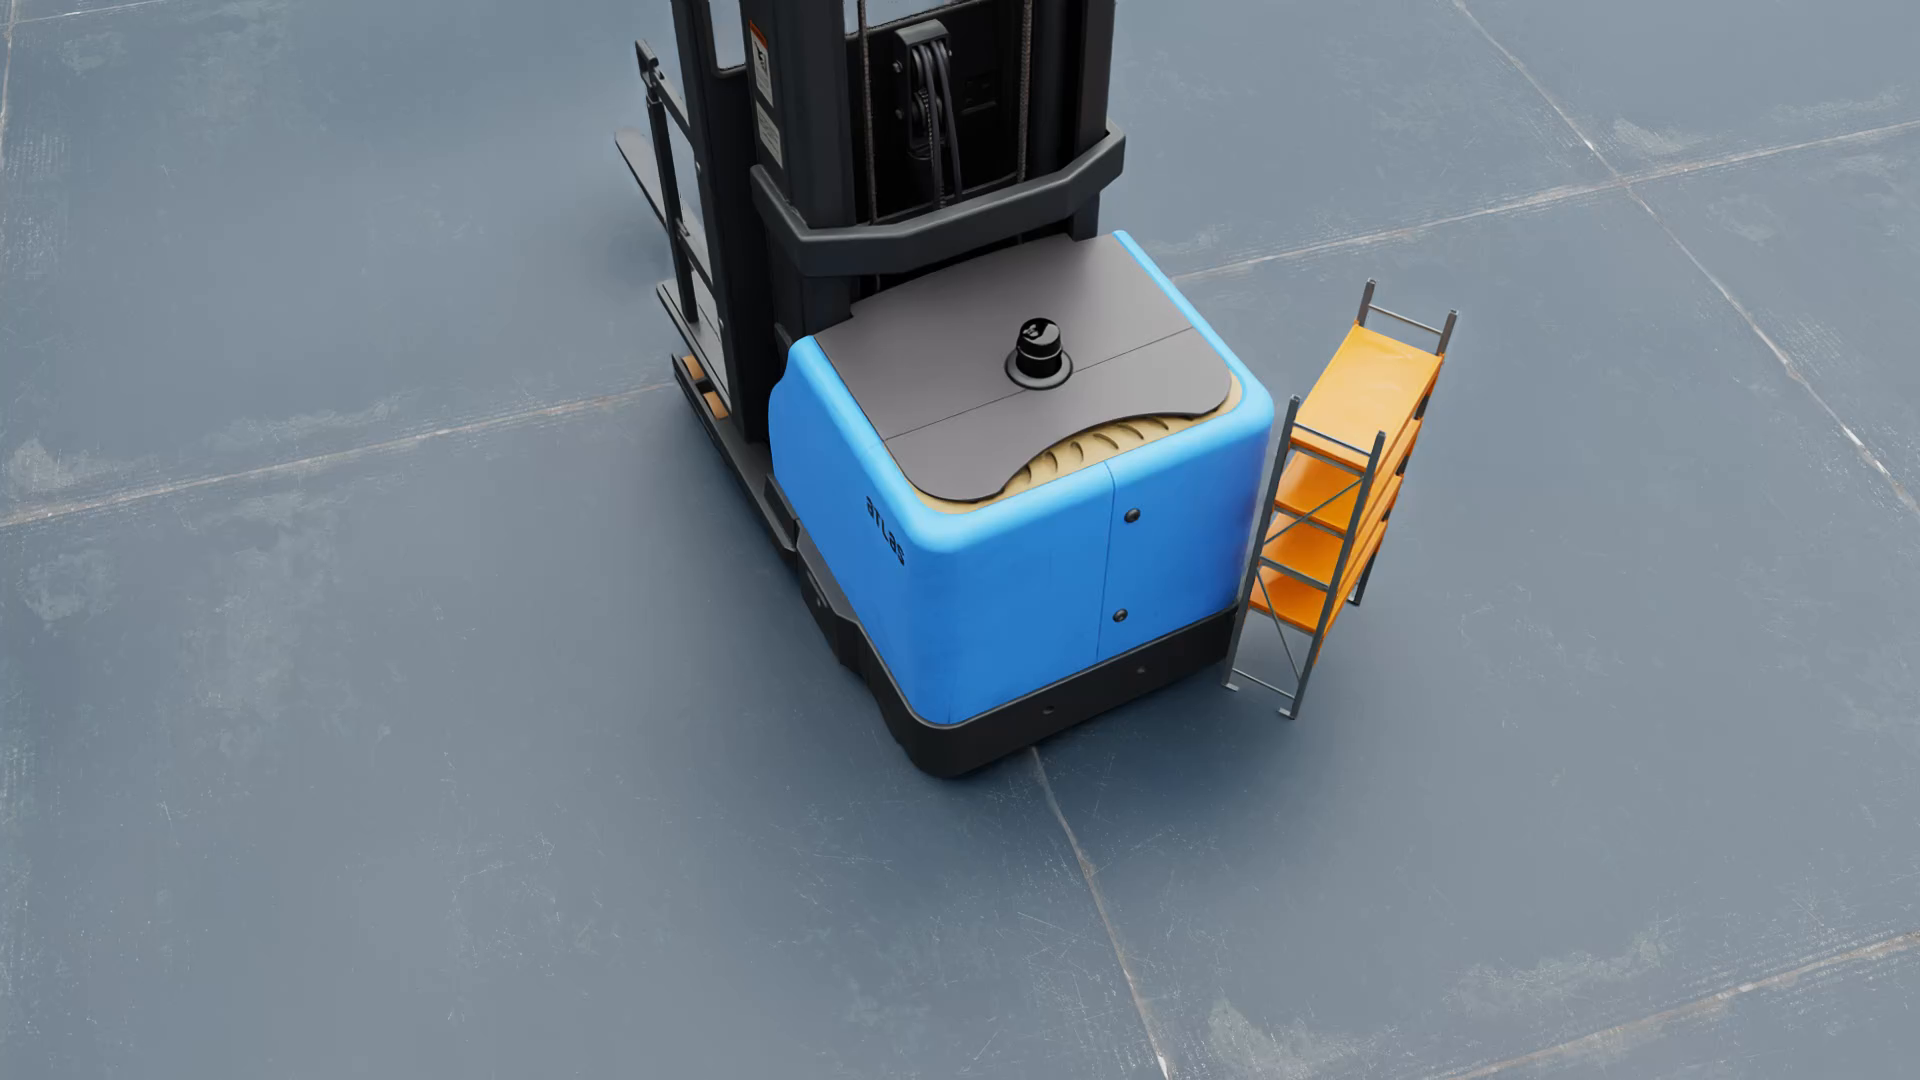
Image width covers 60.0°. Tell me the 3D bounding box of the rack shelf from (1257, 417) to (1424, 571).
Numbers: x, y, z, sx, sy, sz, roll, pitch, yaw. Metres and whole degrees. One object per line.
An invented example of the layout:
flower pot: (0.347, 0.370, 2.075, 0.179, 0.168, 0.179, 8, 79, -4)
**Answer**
rack shelf: (1.009, -0.173, 4.403, 0.258, 0.148, 0.480, 25, 54, 18)

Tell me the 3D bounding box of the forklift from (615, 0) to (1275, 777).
forklift: (-0.311, -1.427, 4.536, 1.130, 2.935, 3.031, -21, 53, -17)

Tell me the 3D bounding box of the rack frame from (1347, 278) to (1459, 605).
rack frame: (1.131, -0.234, 4.659, 0.240, 1.200, 0.015, 25, 54, 18)

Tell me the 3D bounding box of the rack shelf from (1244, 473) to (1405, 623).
rack shelf: (1.005, -0.031, 4.575, 0.258, 0.148, 0.480, 25, 54, 18)

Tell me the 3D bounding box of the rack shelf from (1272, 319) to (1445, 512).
rack shelf: (1.014, -0.323, 4.220, 0.258, 0.148, 0.480, 25, 54, 18)

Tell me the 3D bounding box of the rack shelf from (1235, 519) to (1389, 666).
rack shelf: (1.001, 0.095, 4.729, 0.258, 0.148, 0.480, 25, 54, 18)

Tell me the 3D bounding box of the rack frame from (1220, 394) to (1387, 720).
rack frame: (0.882, 0.087, 4.388, 0.240, 1.200, 0.015, 25, 54, 18)

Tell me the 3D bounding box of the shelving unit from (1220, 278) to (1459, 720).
shelving unit: (1.006, -0.074, 4.523, 0.258, 1.200, 0.503, 25, 54, 18)
